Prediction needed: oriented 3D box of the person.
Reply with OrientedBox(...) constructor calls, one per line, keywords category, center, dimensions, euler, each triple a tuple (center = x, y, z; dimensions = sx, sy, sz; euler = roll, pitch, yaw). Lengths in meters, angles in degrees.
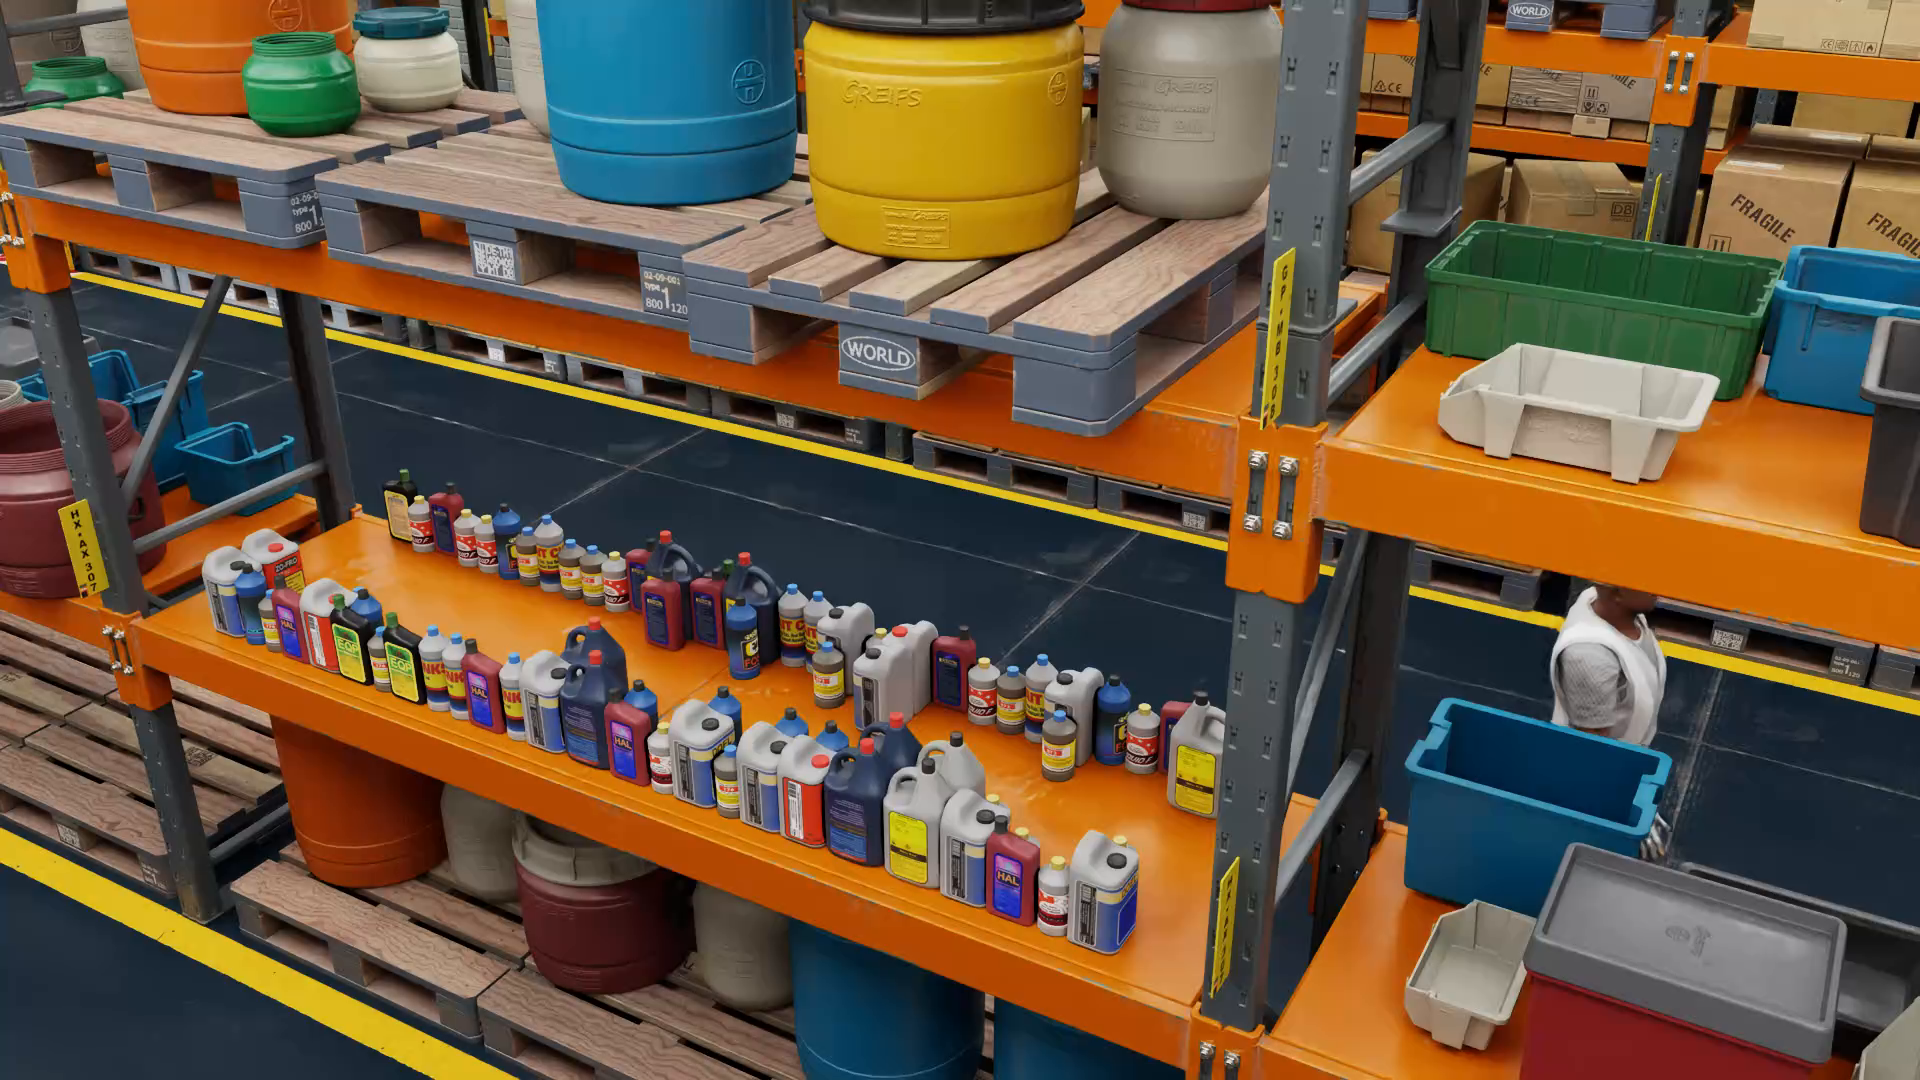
OrientedBox(category="person", center=(2.183, 0.804, 5.452), dimensions=(0.821, 1.785, 0.560), euler=(16, 31, 29))
